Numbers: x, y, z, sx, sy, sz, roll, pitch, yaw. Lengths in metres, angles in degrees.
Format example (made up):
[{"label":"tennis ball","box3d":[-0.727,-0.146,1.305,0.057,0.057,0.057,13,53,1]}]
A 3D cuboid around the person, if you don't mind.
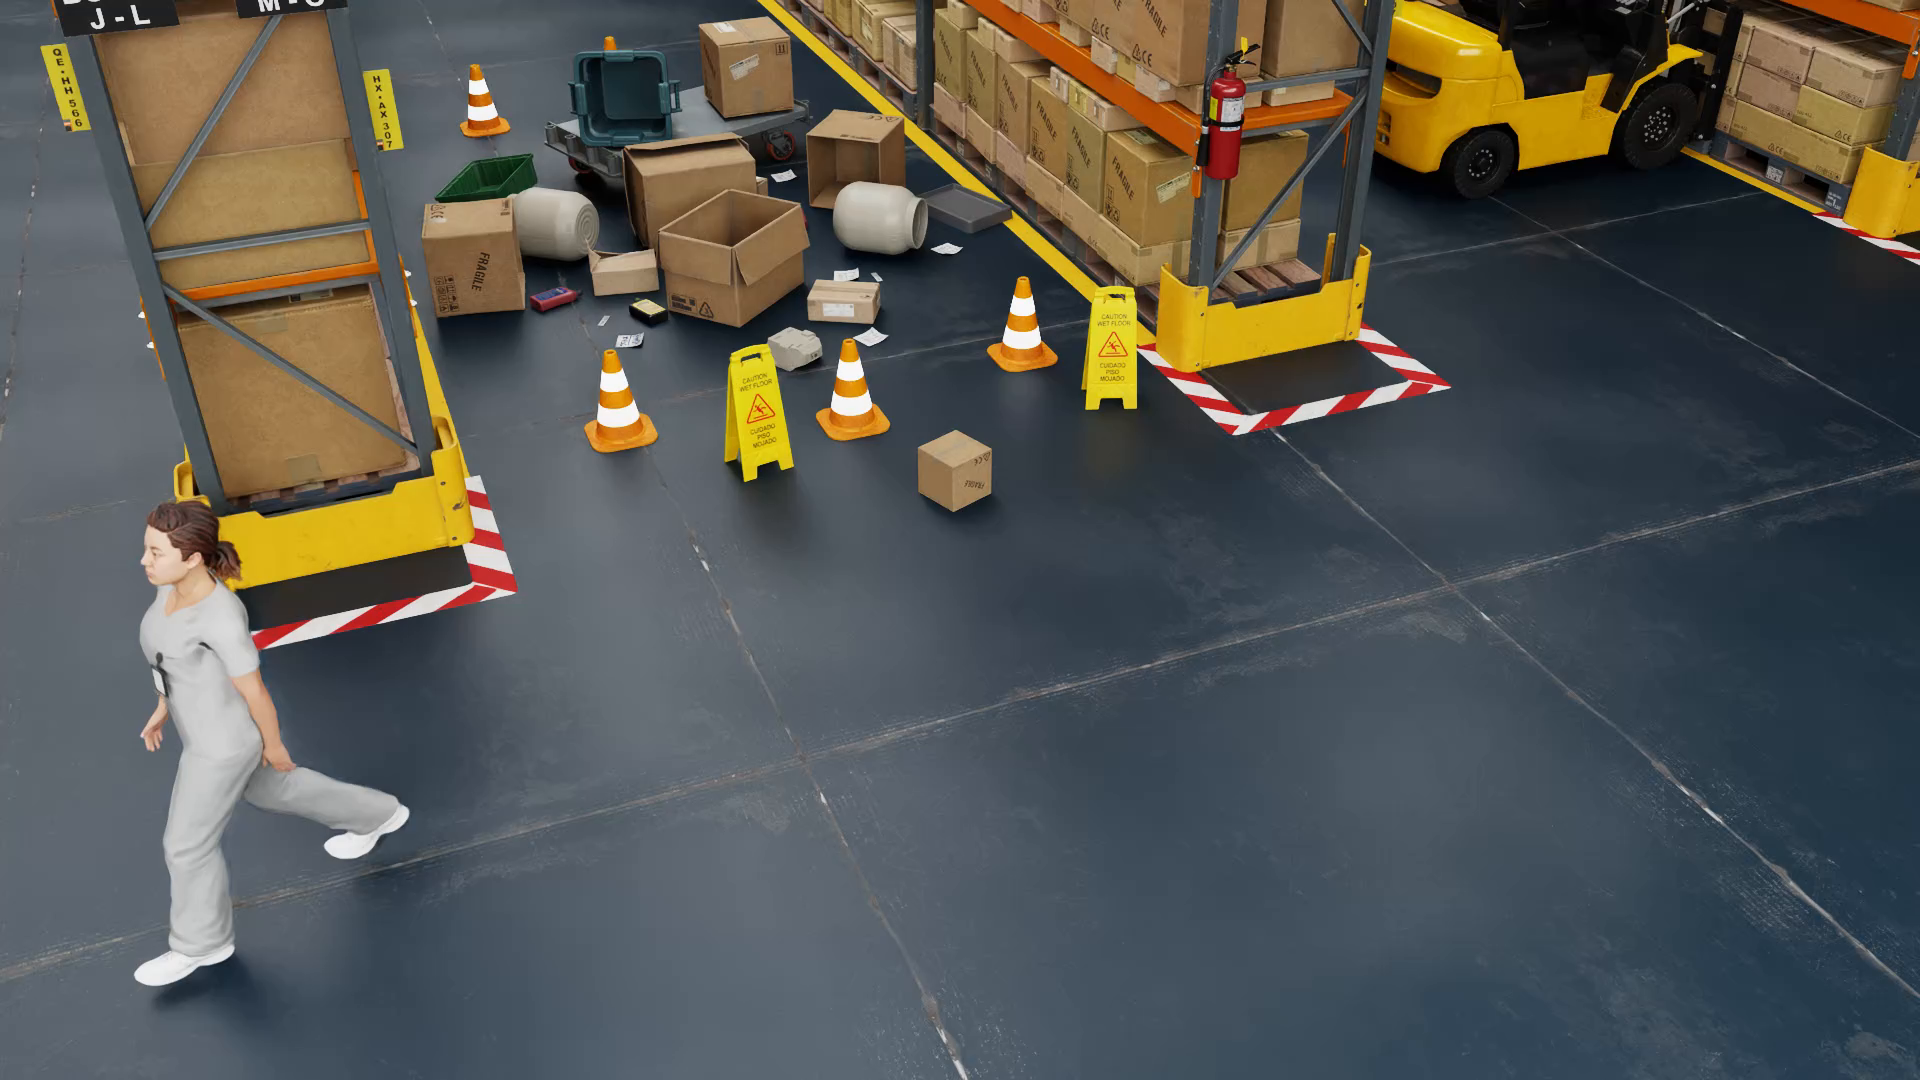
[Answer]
[{"label":"person","box3d":[-2.325,0.588,5.263,0.983,1.620,0.446,-23,40,-30]}]
